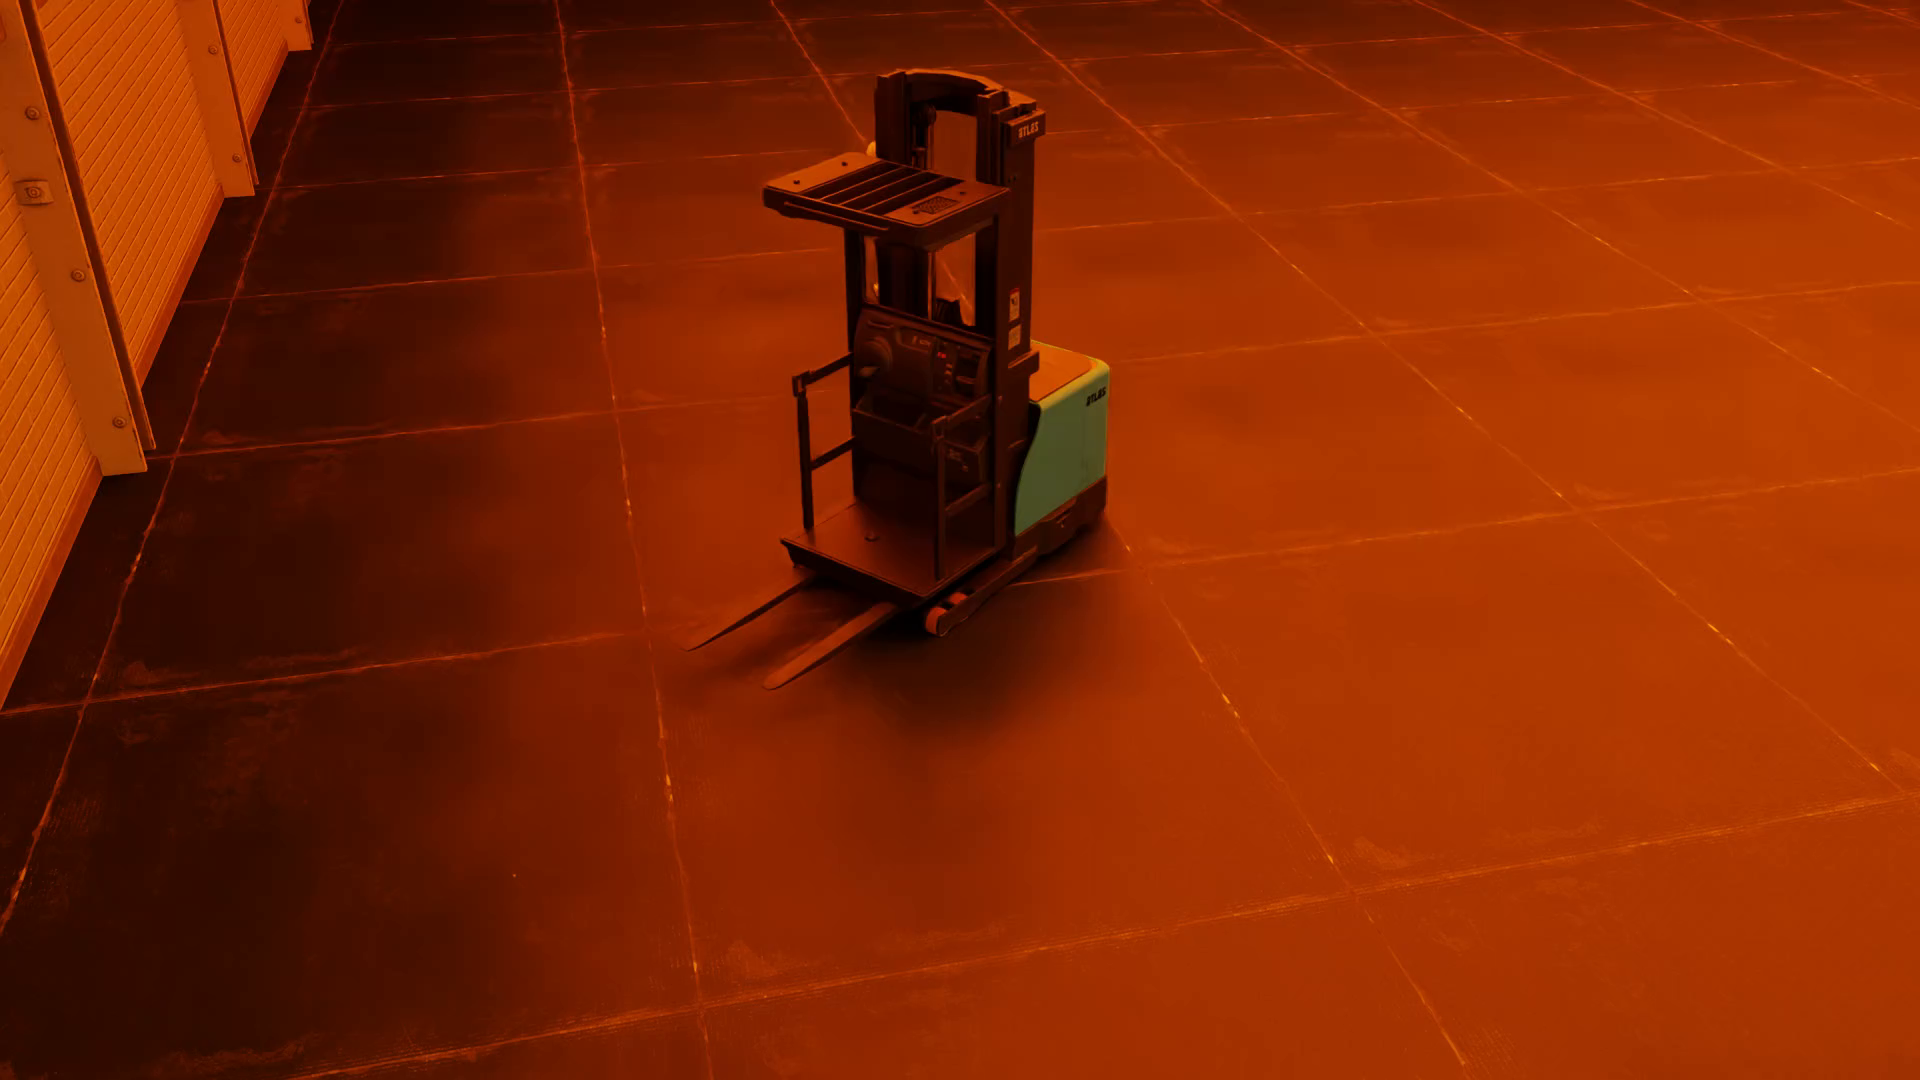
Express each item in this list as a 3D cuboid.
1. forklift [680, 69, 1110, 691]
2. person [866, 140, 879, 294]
[{"bbox_3d":[-0.349,-0.995,9.293,1.130,2.935,3.031,21,36,31],"label":"forklift"},{"bbox_3d":[-0.597,-2.803,13.664,0.549,1.664,0.548,-16,34,-25],"label":"person"}]
